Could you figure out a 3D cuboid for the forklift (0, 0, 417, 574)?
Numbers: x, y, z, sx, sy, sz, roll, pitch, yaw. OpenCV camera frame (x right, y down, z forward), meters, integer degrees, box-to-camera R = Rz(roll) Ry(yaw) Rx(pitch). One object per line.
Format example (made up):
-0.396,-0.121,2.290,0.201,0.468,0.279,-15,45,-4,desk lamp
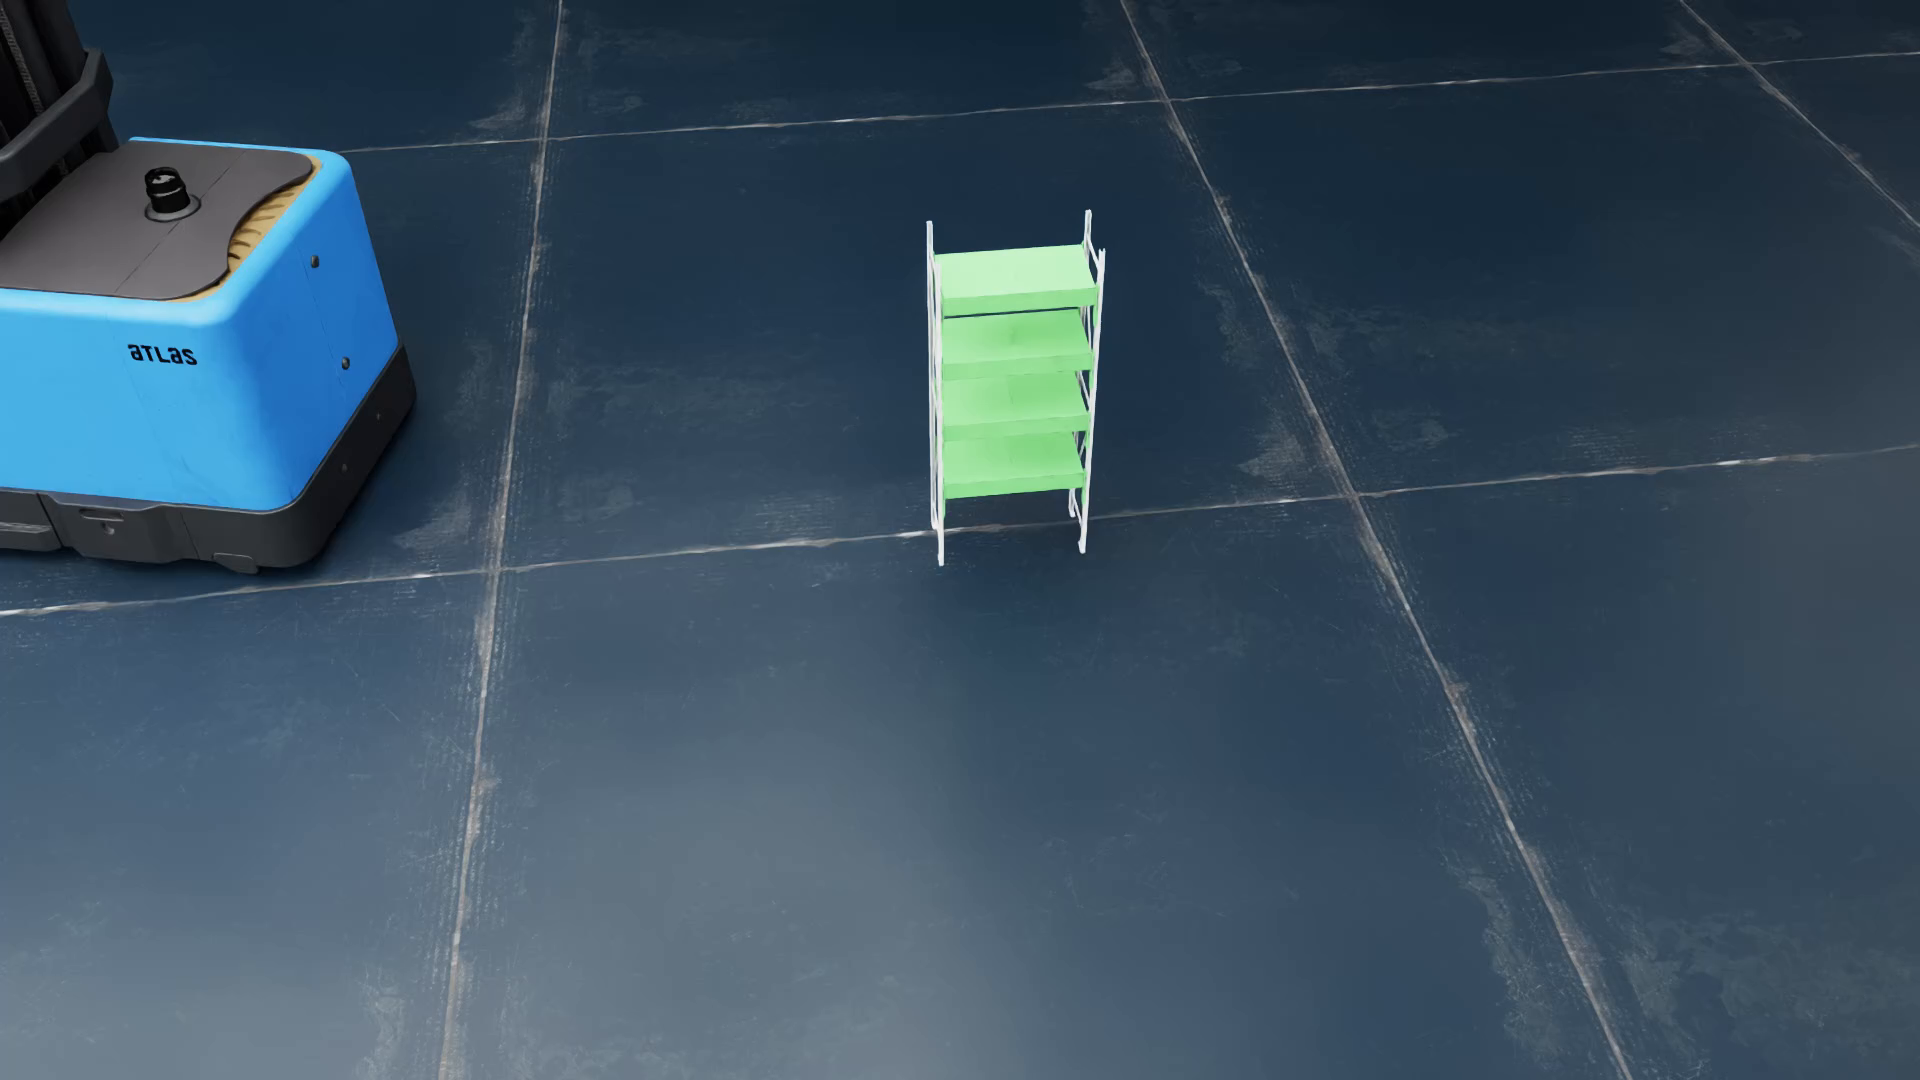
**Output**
-3.597,-1.419,5.135,3.031,2.935,1.130,5,42,6,forklift

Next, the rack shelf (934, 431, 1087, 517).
0.164,-0.234,5.568,0.480,0.148,0.258,-5,42,-6,rack shelf

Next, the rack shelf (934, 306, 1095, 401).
0.164,-0.591,5.246,0.480,0.148,0.258,-5,42,-6,rack shelf

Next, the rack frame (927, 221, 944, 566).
-0.078,-0.439,5.341,0.015,1.200,0.240,-5,42,-6,rack frame

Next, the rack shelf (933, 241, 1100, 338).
0.164,-0.769,5.085,0.480,0.148,0.258,-5,42,-6,rack shelf

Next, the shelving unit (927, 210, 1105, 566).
0.164,-0.460,5.364,0.503,1.200,0.258,-5,42,-6,shelving unit

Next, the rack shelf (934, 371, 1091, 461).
0.164,-0.412,5.407,0.480,0.148,0.258,-5,42,-6,rack shelf

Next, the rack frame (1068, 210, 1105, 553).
0.406,-0.481,5.388,0.015,1.200,0.240,-5,42,-6,rack frame
